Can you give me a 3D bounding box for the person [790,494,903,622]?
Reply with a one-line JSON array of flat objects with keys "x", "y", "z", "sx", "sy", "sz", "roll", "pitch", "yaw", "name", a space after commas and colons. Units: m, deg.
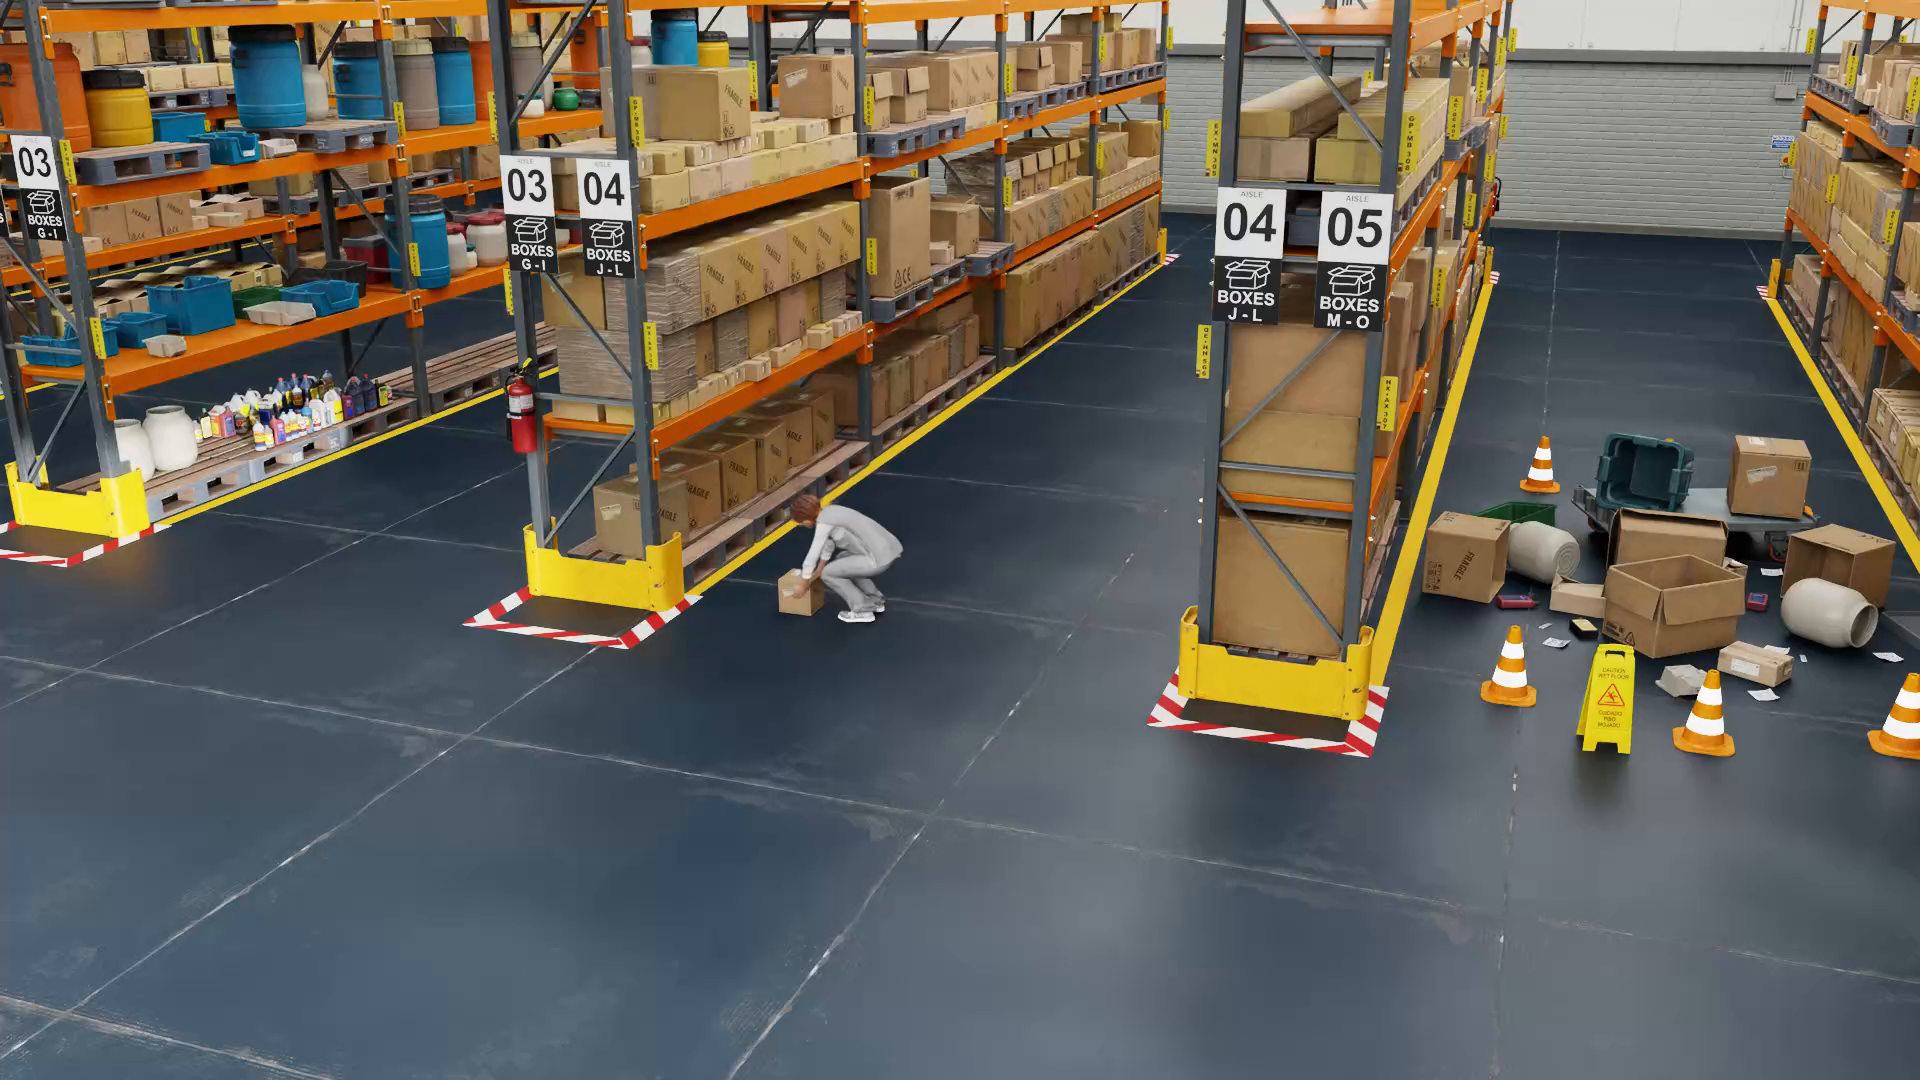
[{"x": -0.806, "y": 0.123, "z": 11.819, "sx": 0.795, "sy": 0.886, "sz": 0.447, "roll": 6, "pitch": 20, "yaw": 18, "name": "person"}]
